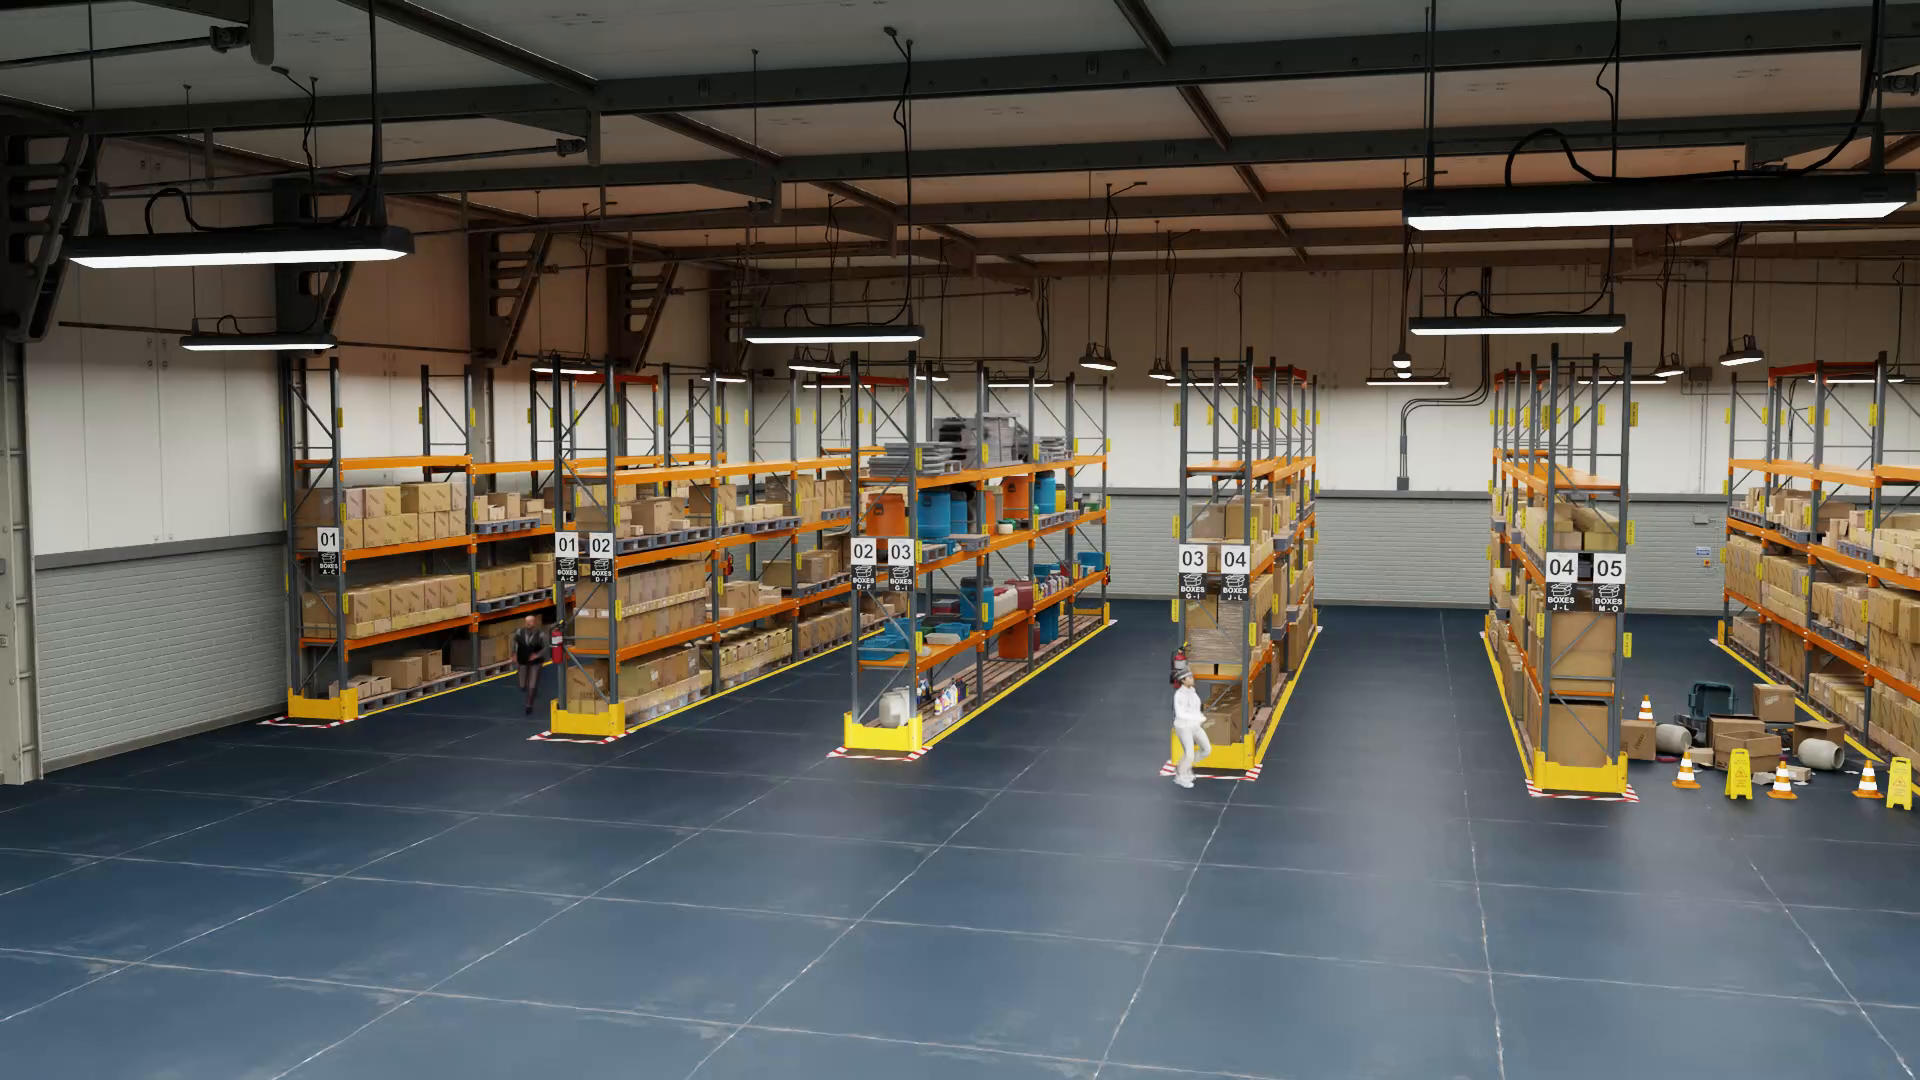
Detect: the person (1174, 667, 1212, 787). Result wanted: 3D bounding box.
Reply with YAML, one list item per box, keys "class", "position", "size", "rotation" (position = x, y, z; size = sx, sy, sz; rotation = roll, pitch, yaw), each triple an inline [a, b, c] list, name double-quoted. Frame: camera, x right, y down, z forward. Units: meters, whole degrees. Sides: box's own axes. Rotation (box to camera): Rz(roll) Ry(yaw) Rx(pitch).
- class: "person"
  position: [3.113, 2.528, 22.500]
  size: [0.533, 1.655, 0.632]
  rotation: [4, 6, 43]

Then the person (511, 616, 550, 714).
- class: "person"
  position: [-7.308, 2.113, 28.237]
  size: [0.693, 1.678, 0.681]
  rotation: [0, 4, 1]
